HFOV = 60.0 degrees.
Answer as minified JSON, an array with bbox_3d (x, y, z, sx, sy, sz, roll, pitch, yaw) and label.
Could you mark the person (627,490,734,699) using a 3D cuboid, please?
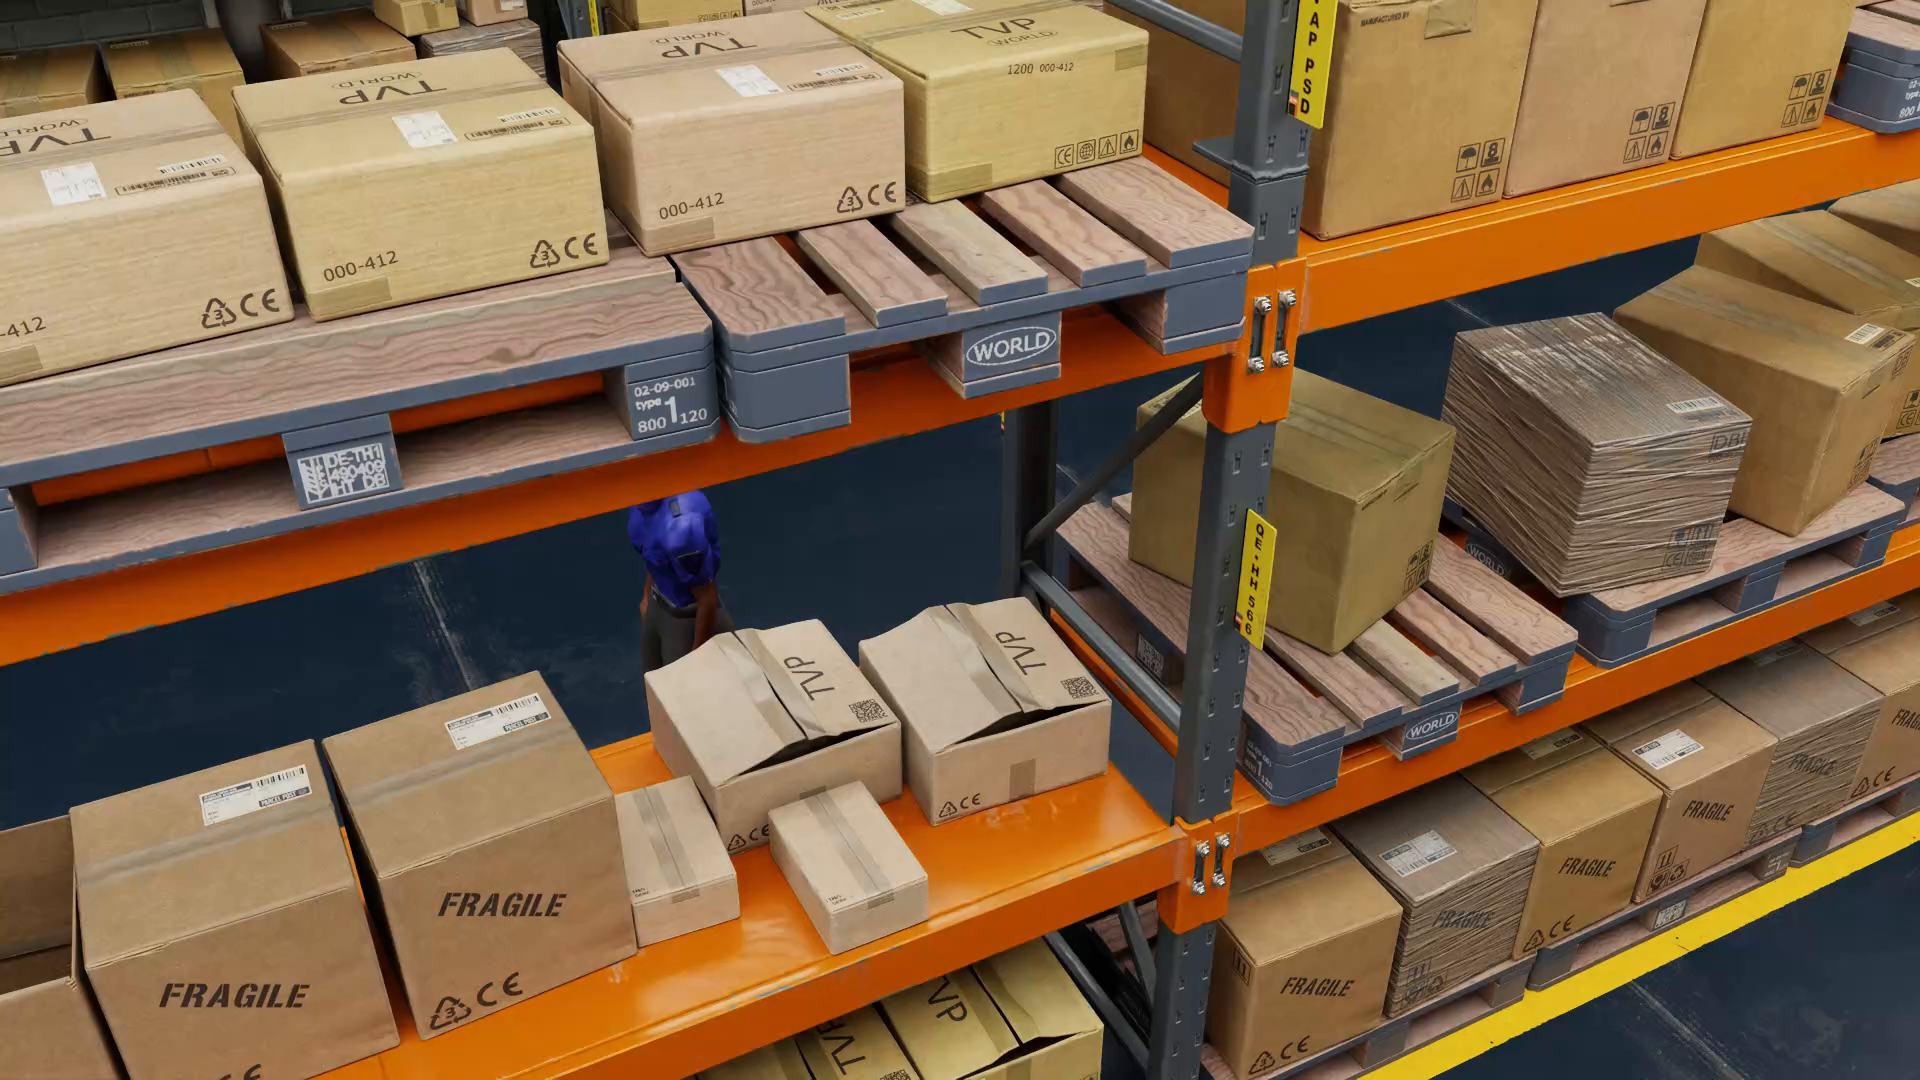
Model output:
[{"bbox_3d":[-0.971,0.297,5.692,0.350,1.654,0.506,-17,37,-24],"label":"person"}]
